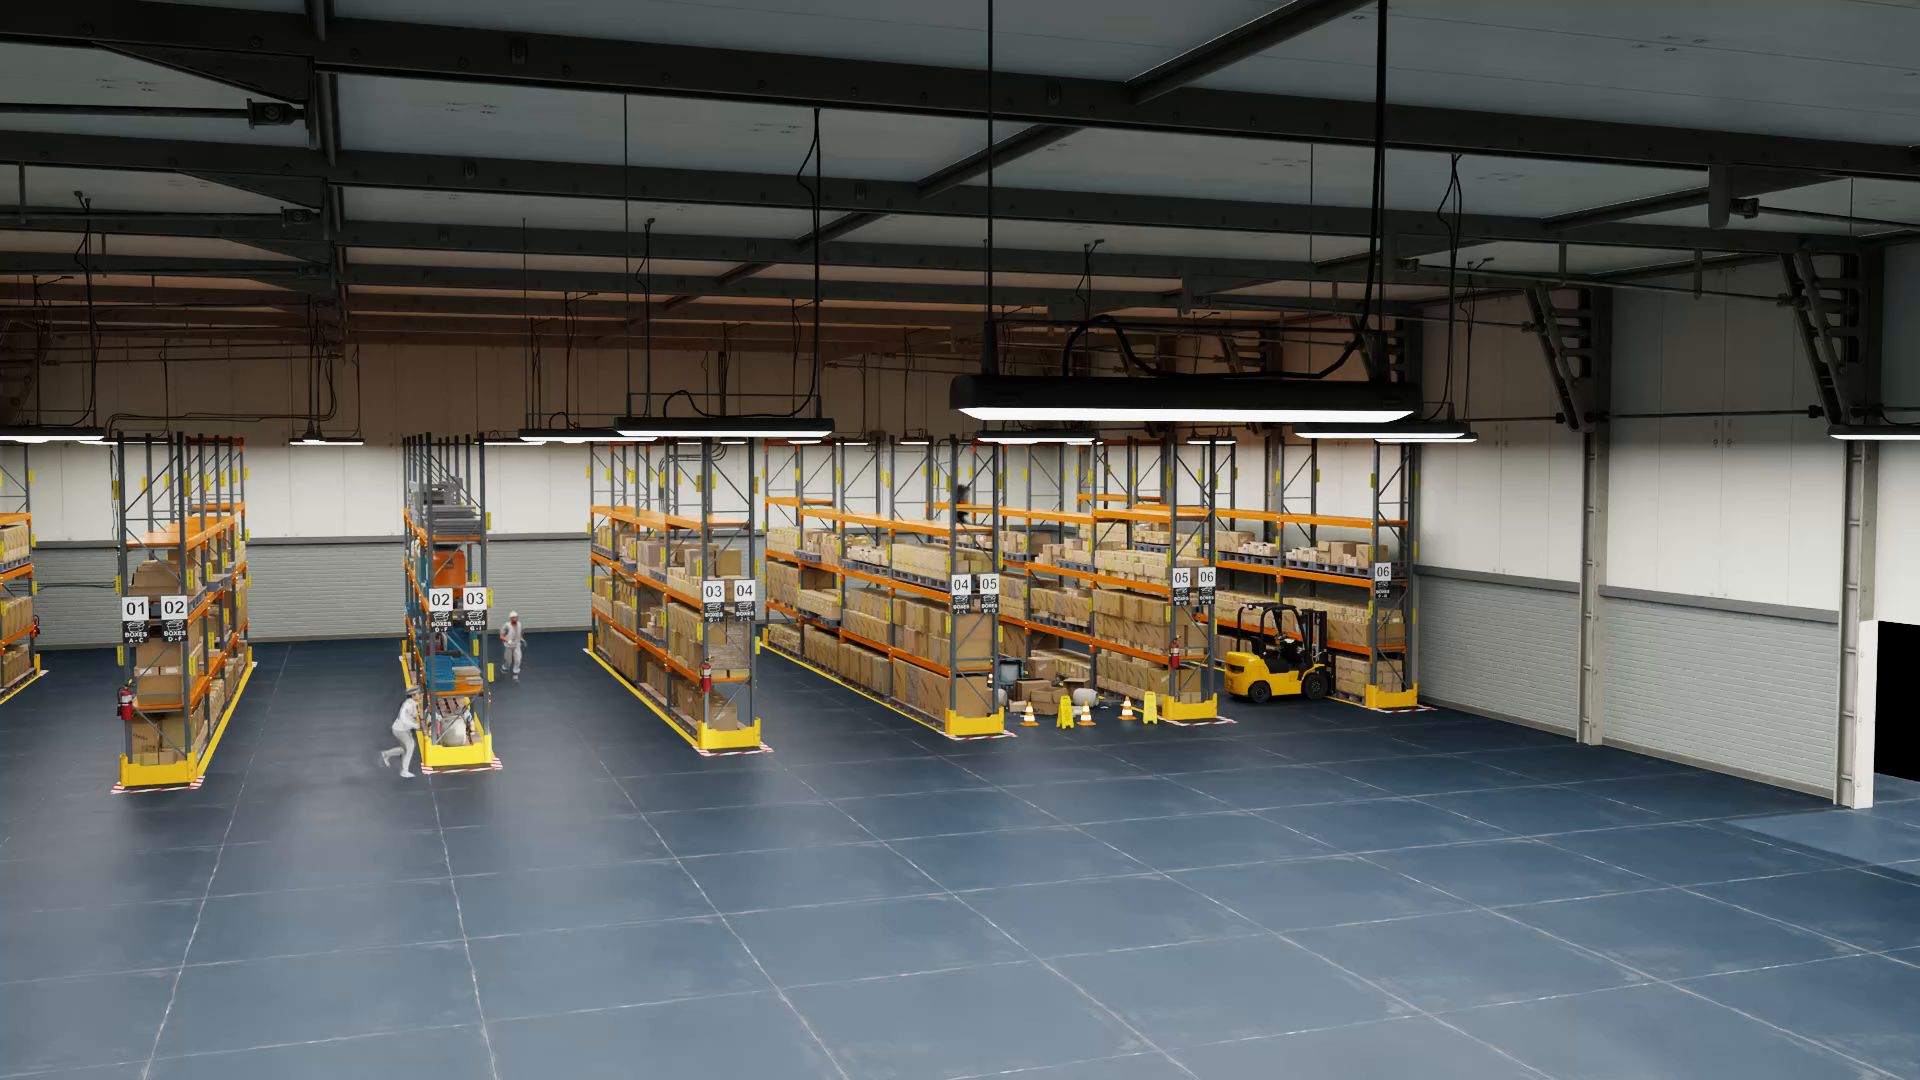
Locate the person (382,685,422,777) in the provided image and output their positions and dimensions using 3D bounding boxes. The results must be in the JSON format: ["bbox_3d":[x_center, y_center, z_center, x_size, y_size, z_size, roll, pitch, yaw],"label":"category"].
[{"bbox_3d":[-9.698,3.339,28.895,0.695,1.617,0.604,0,3,-2],"label":"person"}]

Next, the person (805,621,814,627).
[{"bbox_3d":[-4.762,2.120,51.590,0.612,1.485,0.849,1,3,16],"label":"person"}]

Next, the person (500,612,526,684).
[{"bbox_3d":[-10.953,2.605,40.562,0.670,1.746,0.900,-2,4,-38],"label":"person"}]
